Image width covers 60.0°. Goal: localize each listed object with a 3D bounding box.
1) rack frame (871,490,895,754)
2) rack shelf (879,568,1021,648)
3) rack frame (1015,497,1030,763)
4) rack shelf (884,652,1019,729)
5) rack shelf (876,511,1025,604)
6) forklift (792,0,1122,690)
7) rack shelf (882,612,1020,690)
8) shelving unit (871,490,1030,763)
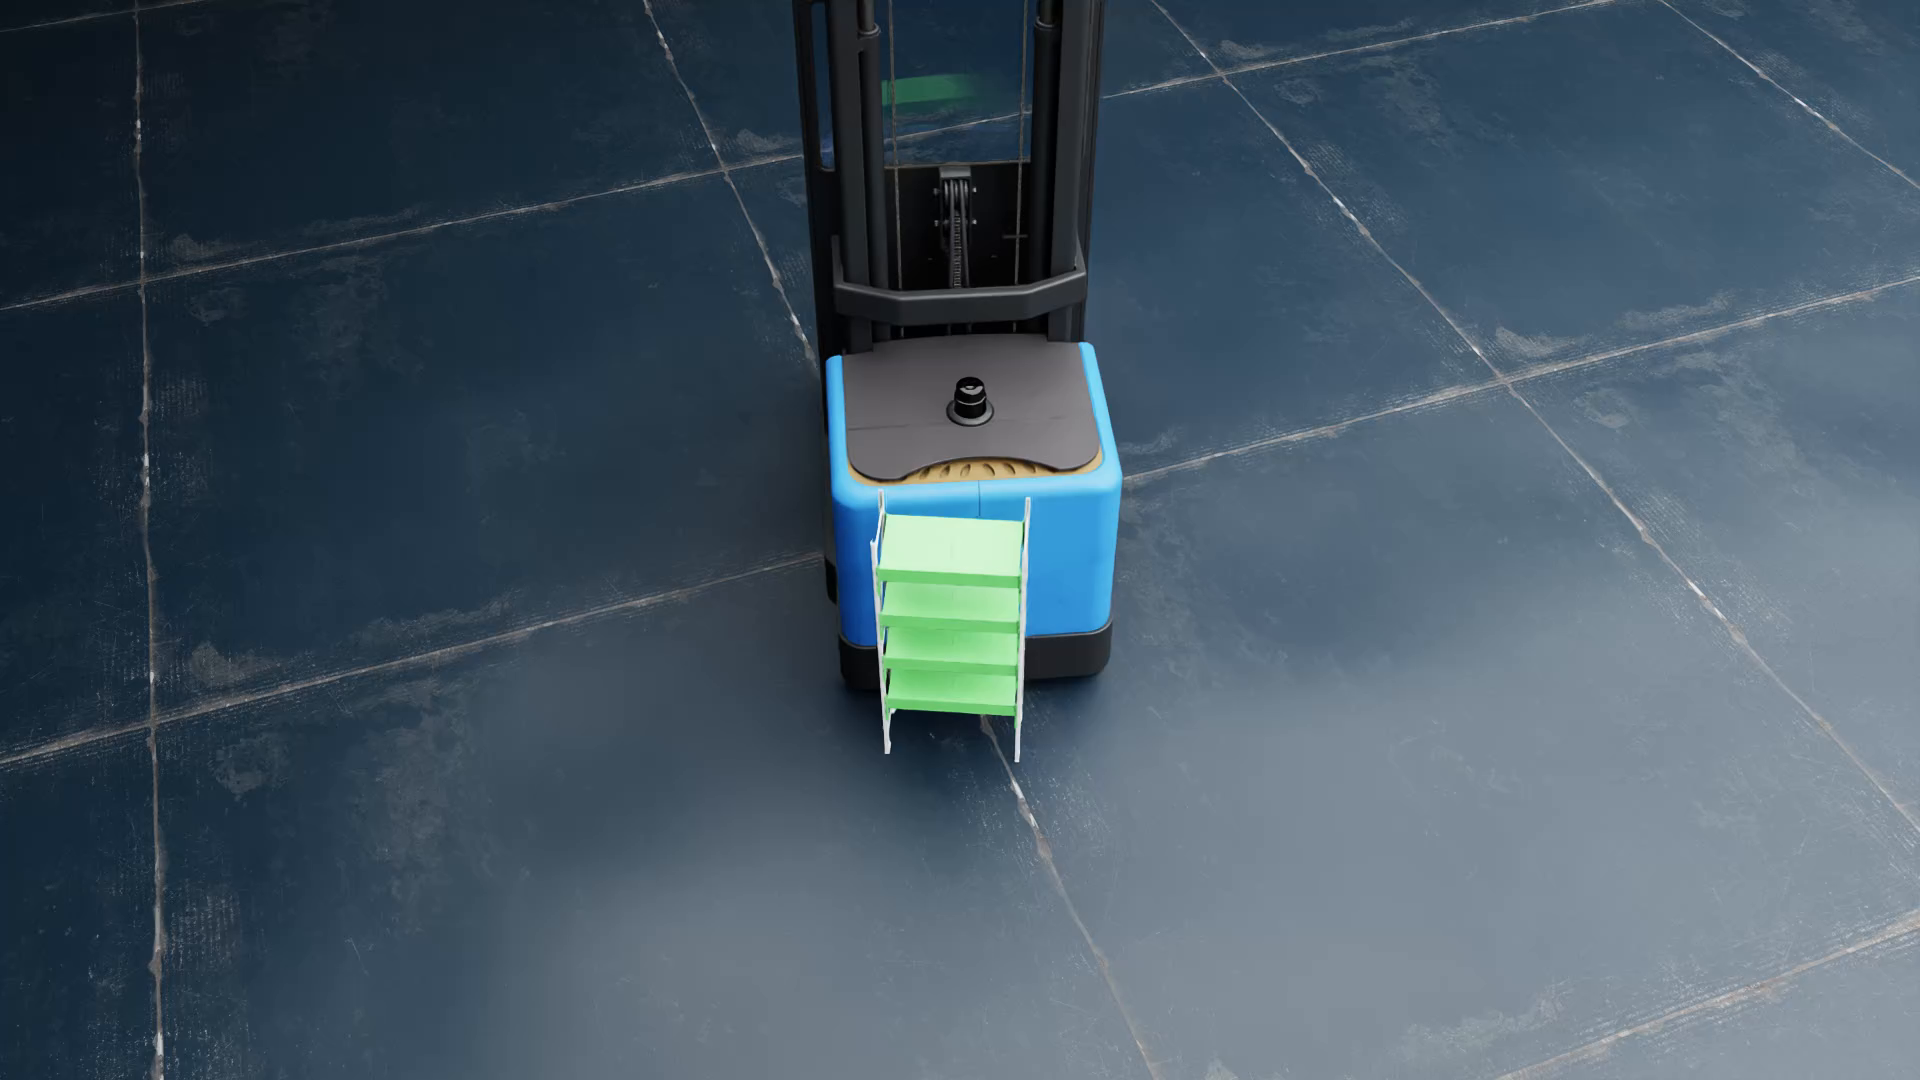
[{"bbox_3d":[-0.268,0.320,5.883,0.015,1.200,0.240,3,49,3],"label":"rack frame"},{"bbox_3d":[-0.026,0.217,5.737,0.480,0.148,0.258,3,49,3],"label":"rack shelf"},{"bbox_3d":[0.219,0.346,5.856,0.015,1.200,0.240,3,49,3],"label":"rack frame"},{"bbox_3d":[-0.023,0.534,6.097,0.480,0.148,0.258,3,49,3],"label":"rack shelf"},{"bbox_3d":[-0.027,0.058,5.557,0.480,0.148,0.258,3,49,3],"label":"rack shelf"},{"bbox_3d":[-0.059,-1.503,6.488,1.130,2.935,3.031,-3,45,-3],"label":"forklift"},{"bbox_3d":[-0.024,0.375,5.917,0.480,0.148,0.258,3,49,3],"label":"rack shelf"},{"bbox_3d":[-0.025,0.333,5.869,0.503,1.200,0.258,3,49,3],"label":"shelving unit"}]
